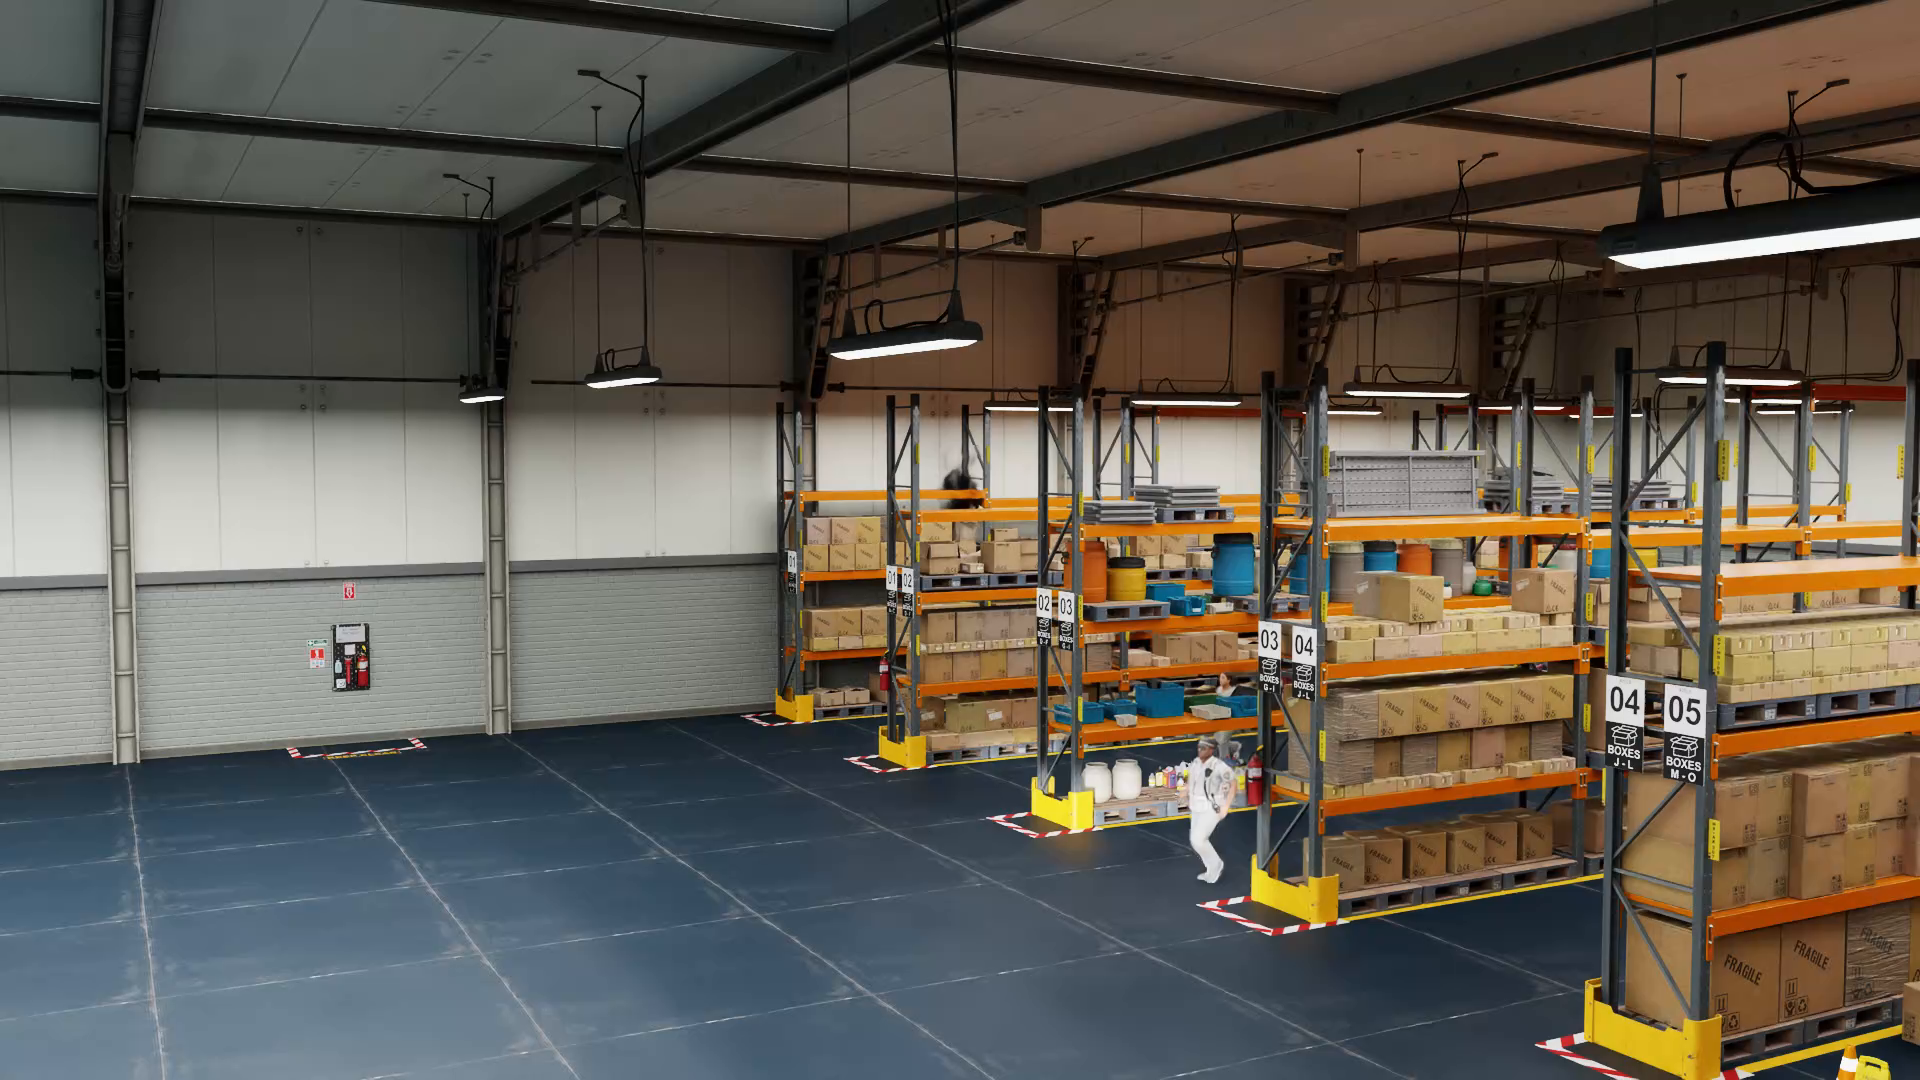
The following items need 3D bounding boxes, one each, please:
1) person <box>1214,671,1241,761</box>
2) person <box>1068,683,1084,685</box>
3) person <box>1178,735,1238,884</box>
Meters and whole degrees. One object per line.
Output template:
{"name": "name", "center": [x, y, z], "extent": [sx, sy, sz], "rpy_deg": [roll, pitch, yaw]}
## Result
{"name": "person", "center": [4.291, 2.869, 26.374], "extent": [0.622, 1.621, 0.550], "rpy_deg": [-2, 4, -36]}
{"name": "person", "center": [2.152, 2.577, 30.694], "extent": [0.772, 1.699, 0.660], "rpy_deg": [-3, 4, -38]}
{"name": "person", "center": [2.879, 3.186, 19.654], "extent": [0.587, 1.778, 0.683], "rpy_deg": [-2, 4, -29]}
